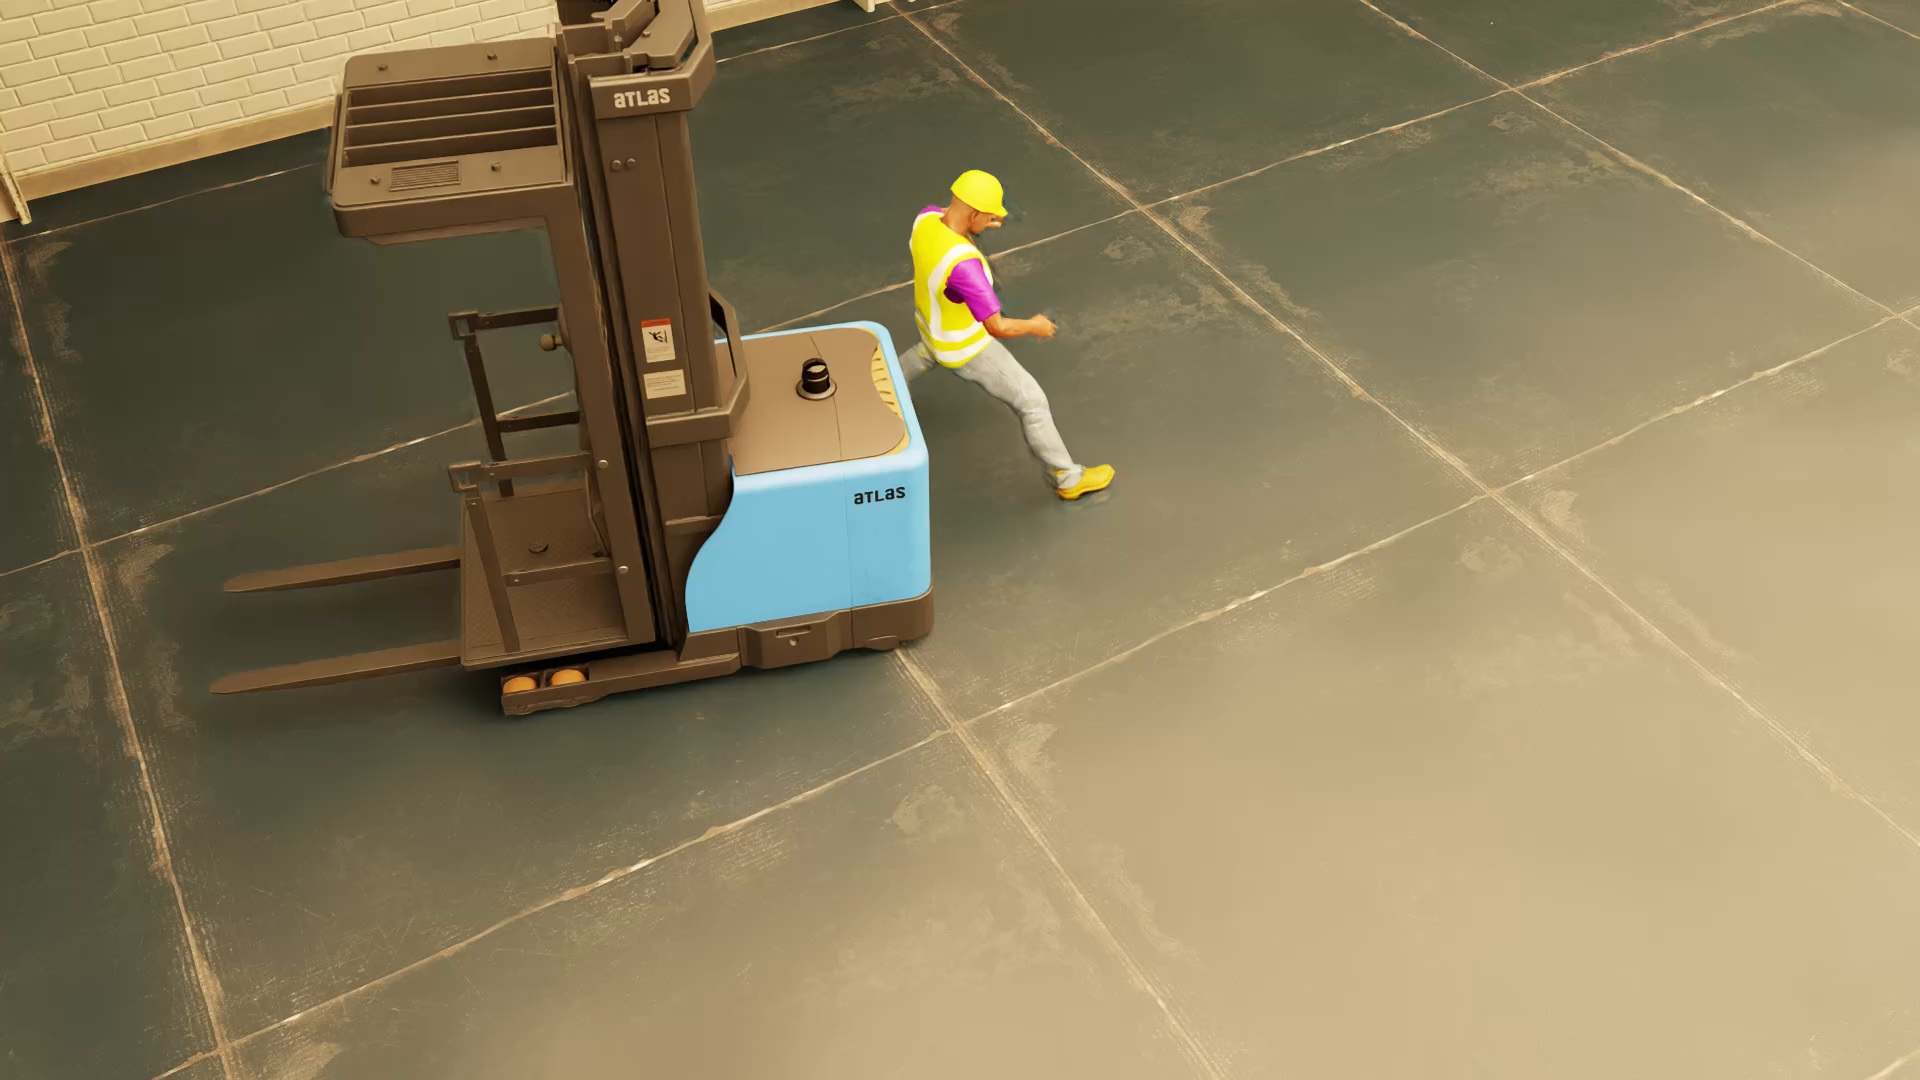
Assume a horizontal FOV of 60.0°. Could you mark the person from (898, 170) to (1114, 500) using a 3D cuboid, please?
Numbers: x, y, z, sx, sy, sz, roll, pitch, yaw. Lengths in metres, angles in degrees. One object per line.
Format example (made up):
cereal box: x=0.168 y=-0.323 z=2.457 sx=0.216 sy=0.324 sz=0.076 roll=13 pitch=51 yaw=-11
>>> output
person: x=0.105 y=-1.073 z=7.878 sx=0.960 sy=1.571 sz=1.216 roll=-16 pitch=45 yaw=-17

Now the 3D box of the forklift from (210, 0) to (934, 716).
forklift: x=-1.686 y=-0.729 z=6.484 sx=3.031 sy=2.935 sz=1.130 roll=-9 pitch=44 yaw=-9
